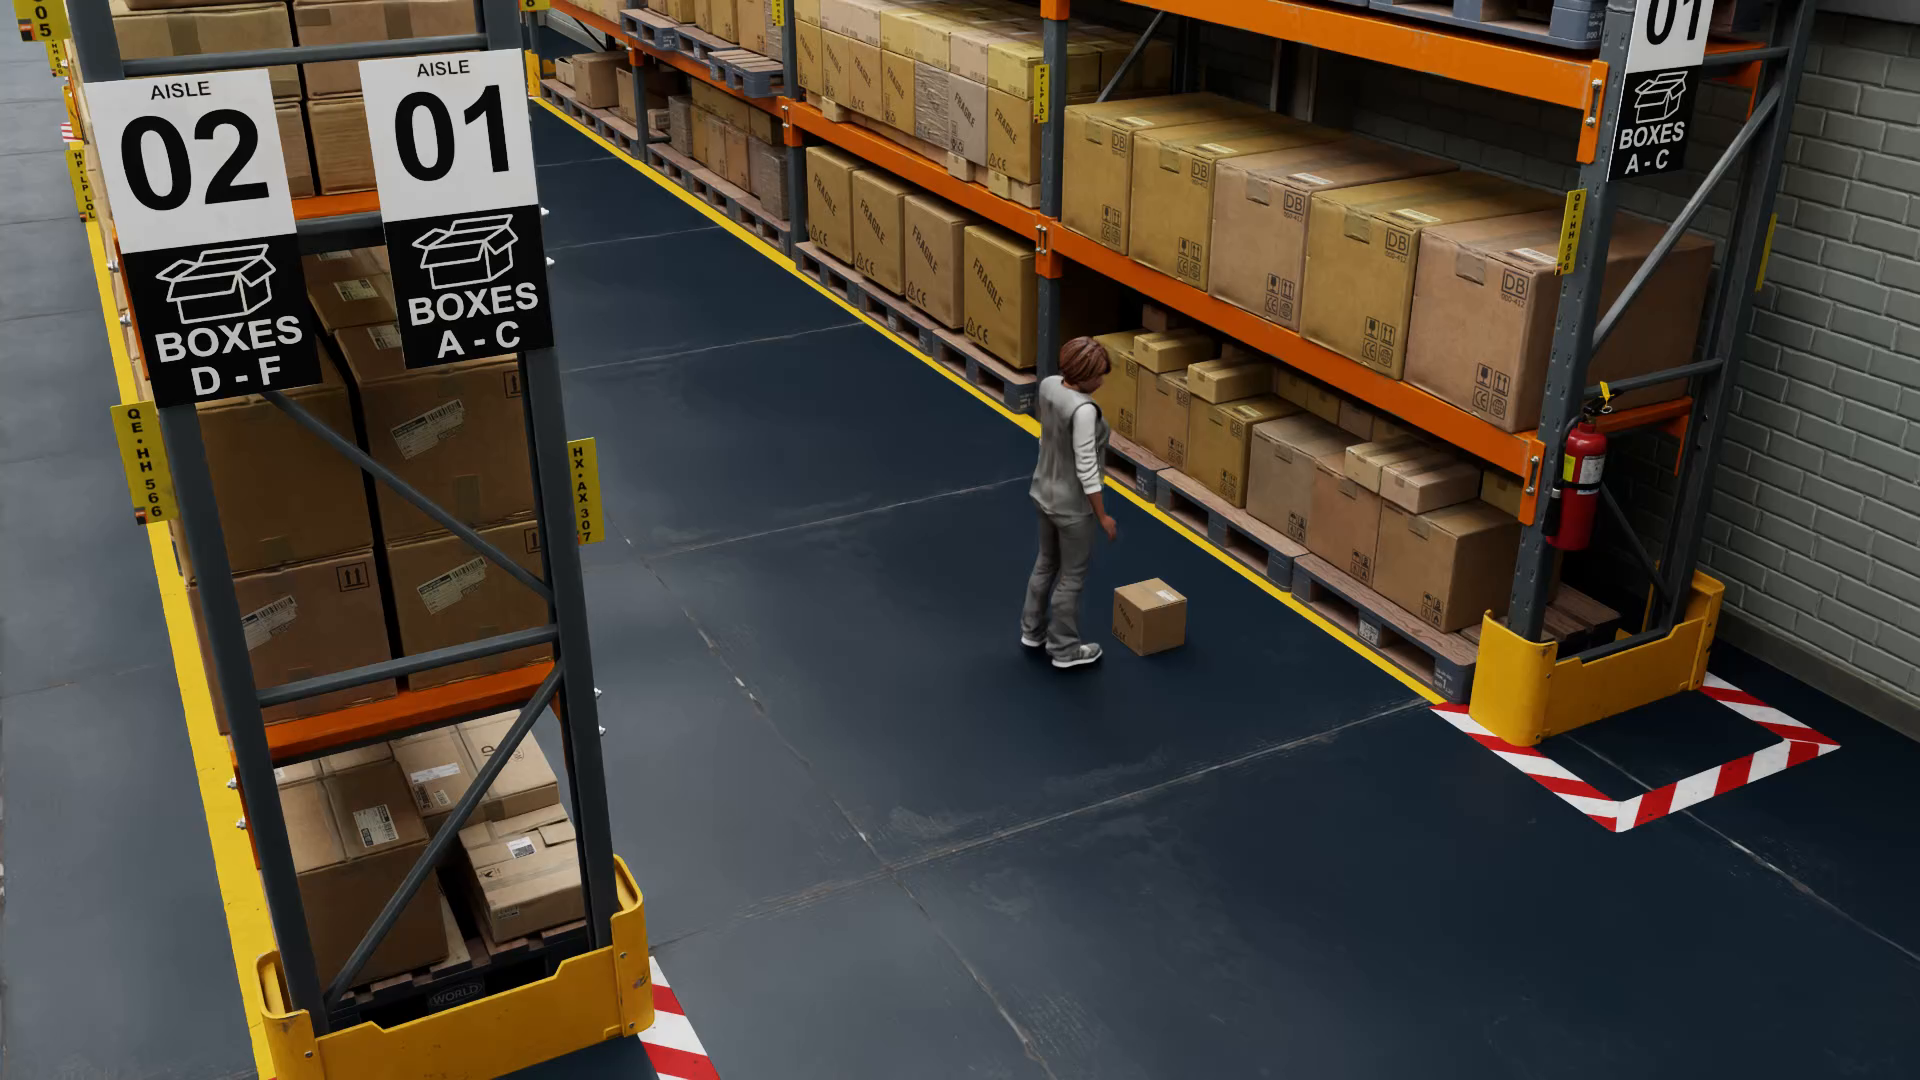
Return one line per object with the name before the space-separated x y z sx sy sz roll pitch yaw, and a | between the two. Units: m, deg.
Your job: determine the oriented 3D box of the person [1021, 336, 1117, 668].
person | 0.489 -0.164 7.430 0.340 1.611 0.575 -13 29 -25
